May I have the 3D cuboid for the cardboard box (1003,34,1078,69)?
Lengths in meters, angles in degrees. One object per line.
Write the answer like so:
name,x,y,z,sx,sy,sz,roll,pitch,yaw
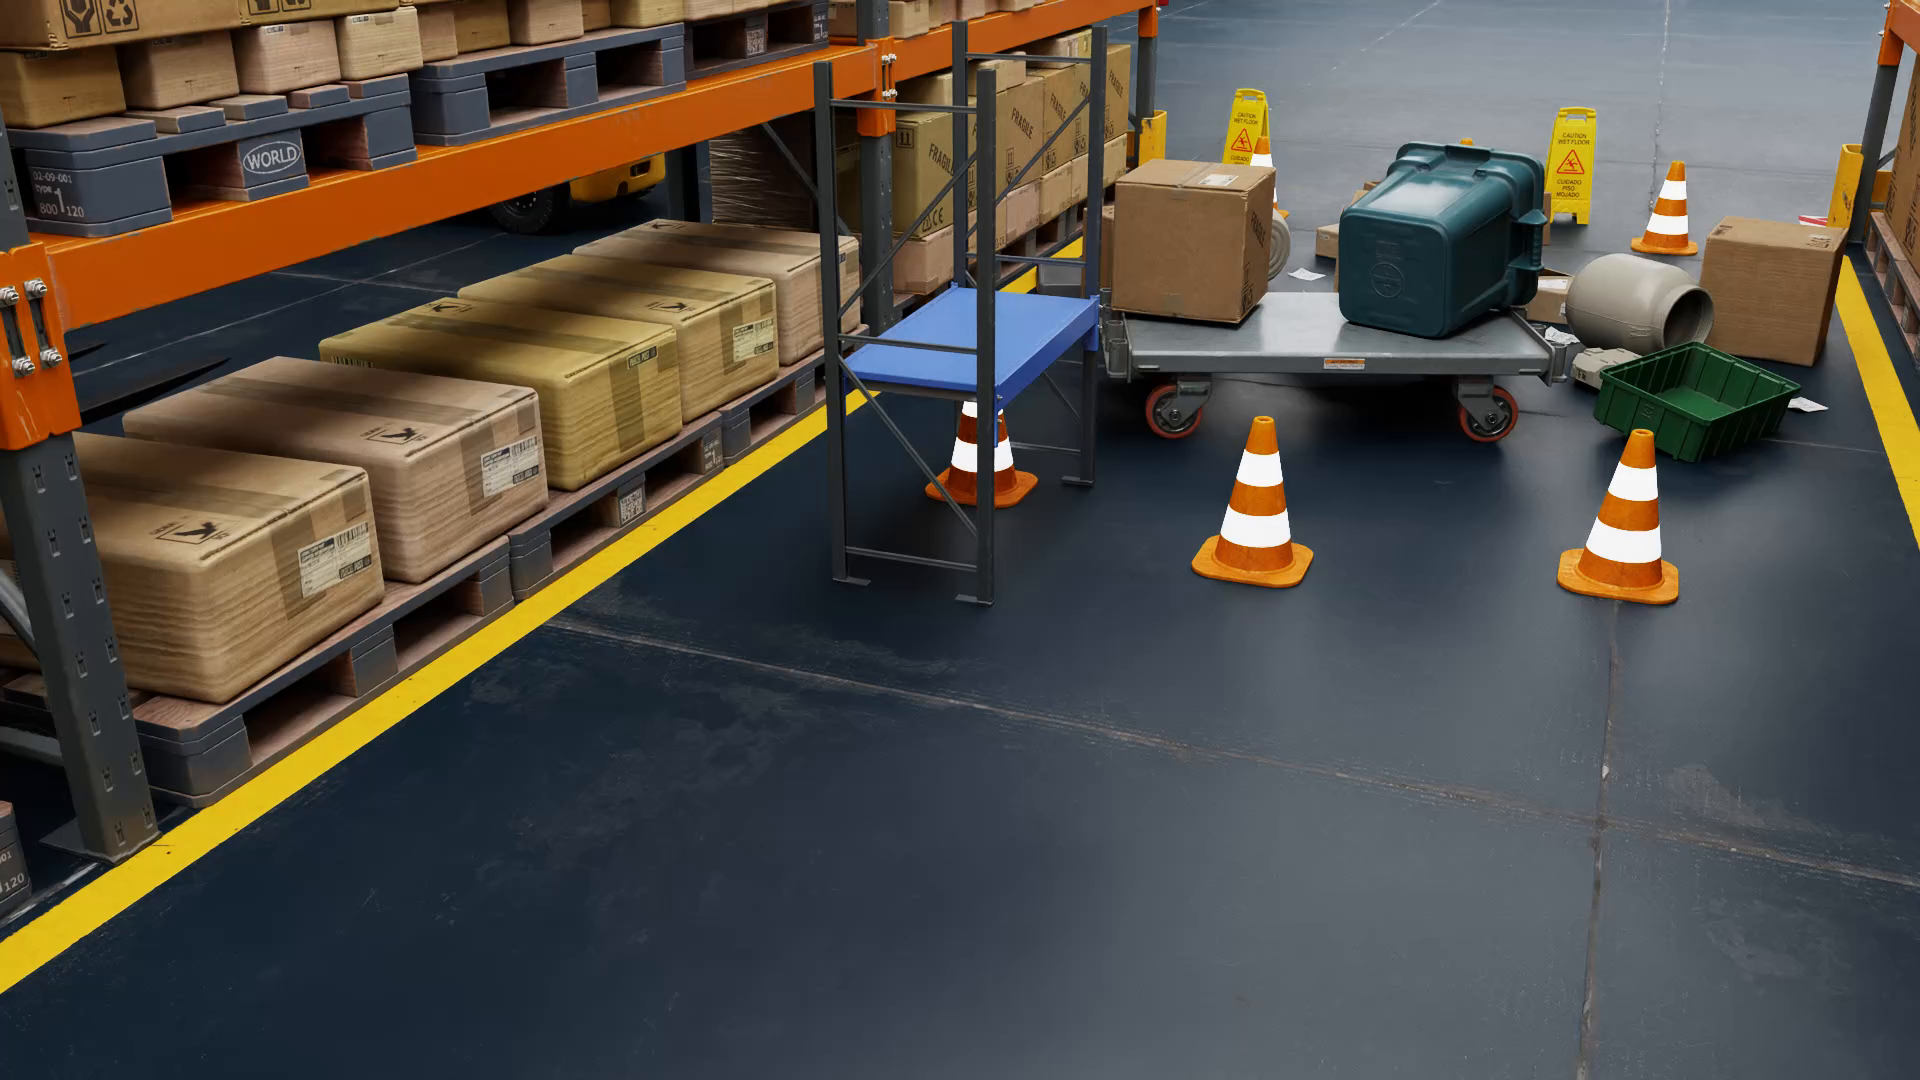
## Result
cardboard box,0.396,-2.560,8.695,0.380,0.149,0.250,10,25,22

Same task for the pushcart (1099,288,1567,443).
pushcart,1.371,-0.688,6.408,1.648,0.377,0.936,1,23,2

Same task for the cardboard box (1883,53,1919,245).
cardboard box,5.164,-1.927,8.183,0.875,0.875,0.875,9,24,20

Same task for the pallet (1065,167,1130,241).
pallet,0.358,-2.039,9.857,1.003,0.211,1.213,9,24,20

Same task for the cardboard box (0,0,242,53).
cardboard box,-1.869,-1.280,3.363,0.500,0.500,0.500,8,24,19

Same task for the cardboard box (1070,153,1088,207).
cardboard box,0.471,-2.051,9.291,0.500,0.250,0.500,9,24,20

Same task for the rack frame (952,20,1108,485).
rack frame,0.217,-0.915,5.459,0.500,1.500,0.032,8,25,19

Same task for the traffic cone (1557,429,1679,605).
traffic cone,1.968,-0.100,4.889,0.336,0.463,0.334,9,24,20

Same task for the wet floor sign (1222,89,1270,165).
wet floor sign,1.785,-2.467,10.318,0.267,0.644,0.232,19,29,38

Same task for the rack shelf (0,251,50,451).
rack shelf,-2.993,0.272,1.640,1.077,0.370,4.000,9,24,20

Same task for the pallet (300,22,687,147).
pallet,-1.553,-1.401,4.961,1.003,0.211,1.213,9,24,20

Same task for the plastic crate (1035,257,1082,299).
plastic crate,0.580,-1.304,8.268,0.402,0.080,0.583,1,23,2

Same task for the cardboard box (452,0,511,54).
cardboard box,-1.469,-1.430,4.563,0.380,0.149,0.250,10,25,22

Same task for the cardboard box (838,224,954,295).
cardboard box,-0.295,-1.304,7.503,0.500,0.250,0.500,8,24,18

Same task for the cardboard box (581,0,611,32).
cardboard box,-1.285,-1.618,5.014,0.380,0.149,0.250,8,24,18

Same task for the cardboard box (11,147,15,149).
cardboard box,-4.908,-2.201,9.001,0.500,0.250,0.500,9,24,20

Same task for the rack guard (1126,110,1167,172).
rack guard,0.693,-2.458,10.485,1.175,0.500,0.348,9,24,20

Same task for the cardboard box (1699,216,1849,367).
cardboard box,3.492,-1.084,7.194,0.500,0.500,0.500,13,26,29

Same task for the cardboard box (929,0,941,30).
cardboard box,-0.304,-2.255,7.084,0.380,0.149,0.250,10,24,22

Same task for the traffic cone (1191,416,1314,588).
traffic cone,0.895,-0.145,4.997,0.336,0.463,0.334,9,24,20

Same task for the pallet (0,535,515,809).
pallet,-1.959,0.232,4.421,1.003,0.211,1.213,9,24,20

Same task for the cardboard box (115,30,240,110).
cardboard box,-1.821,-1.039,3.627,0.380,0.149,0.250,7,24,17

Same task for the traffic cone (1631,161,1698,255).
traffic cone,3.839,-1.808,8.979,0.336,0.463,0.334,9,24,20

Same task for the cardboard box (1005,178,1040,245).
cardboard box,0.087,-1.687,8.420,0.500,0.250,0.500,8,24,19

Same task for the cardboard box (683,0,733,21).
cardboard box,-0.968,-1.780,5.401,0.380,0.149,0.250,9,24,20

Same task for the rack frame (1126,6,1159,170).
rack frame,0.721,-3.638,10.068,1.000,3.000,0.127,9,24,20

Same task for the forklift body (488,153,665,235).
forklift body,-2.899,-3.016,9.680,2.313,2.155,1.214,9,24,20

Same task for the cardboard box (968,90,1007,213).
cardboard box,-0.107,-1.844,7.822,0.500,0.500,0.500,10,25,22

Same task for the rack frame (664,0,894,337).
rack frame,-0.765,-2.207,6.641,1.000,3.000,0.127,9,24,20

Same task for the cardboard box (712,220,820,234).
cardboard box,-0.795,-1.382,7.689,0.500,0.250,0.500,10,25,22

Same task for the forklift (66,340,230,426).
forklift,-3.626,-1.341,4.658,1.130,2.935,3.031,8,24,19

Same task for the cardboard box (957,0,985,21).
cardboard box,-0.110,-2.438,7.522,0.380,0.149,0.250,10,25,22

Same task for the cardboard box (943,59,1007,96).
cardboard box,-0.004,-2.170,7.761,0.380,0.149,0.250,10,25,22

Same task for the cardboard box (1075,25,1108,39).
cardboard box,0.592,-2.744,9.135,0.380,0.149,0.250,10,24,22

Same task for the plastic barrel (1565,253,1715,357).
plastic barrel,2.866,-0.971,7.026,0.421,0.421,0.512,-12,25,-26

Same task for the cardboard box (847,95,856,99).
cardboard box,-0.607,-1.910,7.981,0.500,0.500,0.500,9,24,21

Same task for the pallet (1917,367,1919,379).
pallet,4.224,-0.508,6.193,1.003,0.211,1.213,9,24,20

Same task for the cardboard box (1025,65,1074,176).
cardboard box,0.281,-2.218,8.719,0.500,0.500,0.500,8,24,19

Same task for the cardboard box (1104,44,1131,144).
cardboard box,0.666,-2.585,9.597,0.500,0.500,0.500,9,24,20

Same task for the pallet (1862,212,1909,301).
pallet,5.130,-1.382,8.284,1.003,0.211,1.213,9,24,20

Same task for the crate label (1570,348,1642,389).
crate label,2.629,-0.682,6.705,0.298,0.136,0.250,-7,24,-17

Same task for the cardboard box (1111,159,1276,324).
cardboard box,0.899,-1.159,6.393,0.500,0.500,0.500,9,24,20

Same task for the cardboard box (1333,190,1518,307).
cardboard box,2.079,-1.222,7.347,0.797,0.637,0.503,9,24,20

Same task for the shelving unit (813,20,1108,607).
shelving unit,0.037,-0.726,5.023,0.538,1.500,1.048,8,25,19

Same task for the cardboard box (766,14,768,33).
cardboard box,-0.928,-2.250,7.070,0.380,0.149,0.250,9,24,20

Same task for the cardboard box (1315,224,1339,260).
cardboard box,2.110,-1.565,8.803,0.250,0.149,0.380,-17,28,-35

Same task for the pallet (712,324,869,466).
pallet,-1.053,-0.641,6.511,1.003,0.211,1.213,9,24,20

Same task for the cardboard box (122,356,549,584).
cardboard box,-1.765,-0.223,4.756,0.950,0.372,0.625,8,24,19

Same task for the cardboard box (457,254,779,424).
cardboard box,-1.221,-0.742,6.000,0.950,0.372,0.625,10,25,23

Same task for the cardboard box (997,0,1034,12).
cardboard box,0.134,-2.614,7.942,0.380,0.149,0.250,9,24,20

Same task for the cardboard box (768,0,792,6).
cardboard box,-0.814,-1.969,5.854,0.380,0.149,0.250,8,24,18

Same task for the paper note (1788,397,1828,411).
paper note,3.278,-0.535,6.490,0.147,0.020,0.142,-7,24,-17

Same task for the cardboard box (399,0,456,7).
cardboard box,-1.490,-1.659,4.269,0.500,0.500,0.500,9,24,21

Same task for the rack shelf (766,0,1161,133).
rack shelf,-0.022,-2.591,8.493,1.077,0.370,4.000,9,24,20

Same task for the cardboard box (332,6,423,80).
cardboard box,-1.555,-1.226,4.075,0.380,0.149,0.250,9,24,20

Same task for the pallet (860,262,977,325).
pallet,-0.548,-1.165,7.766,1.003,0.211,1.213,9,24,20
